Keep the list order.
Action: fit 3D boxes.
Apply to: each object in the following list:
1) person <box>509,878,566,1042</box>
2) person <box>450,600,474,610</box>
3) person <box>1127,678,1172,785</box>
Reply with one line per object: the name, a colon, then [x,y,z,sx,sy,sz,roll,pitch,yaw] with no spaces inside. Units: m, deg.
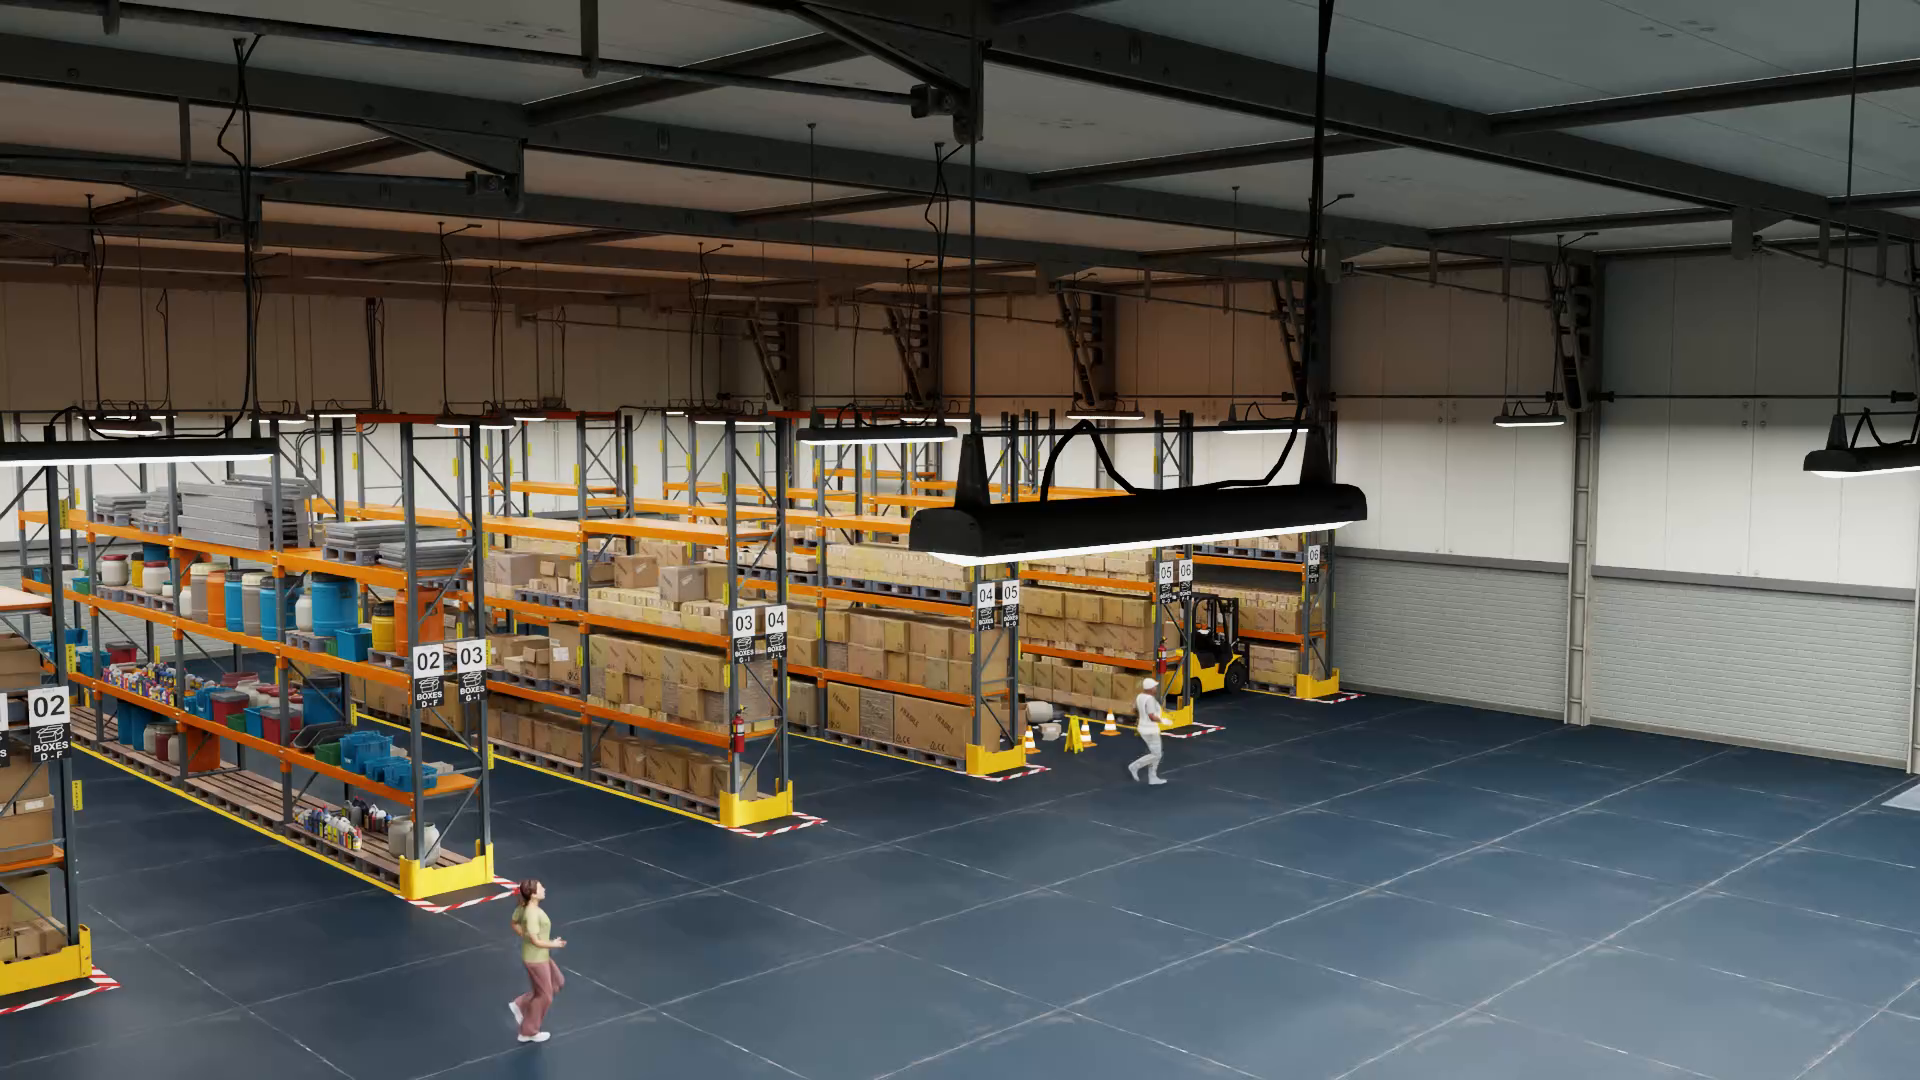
person: [-4.145,4.104,16.306,0.542,1.631,0.576,-2,5,-22]
person: [-11.873,2.017,39.633,0.725,1.767,0.642,1,5,14]
person: [3.047,3.114,26.992,0.721,1.761,0.714,-1,5,-10]
